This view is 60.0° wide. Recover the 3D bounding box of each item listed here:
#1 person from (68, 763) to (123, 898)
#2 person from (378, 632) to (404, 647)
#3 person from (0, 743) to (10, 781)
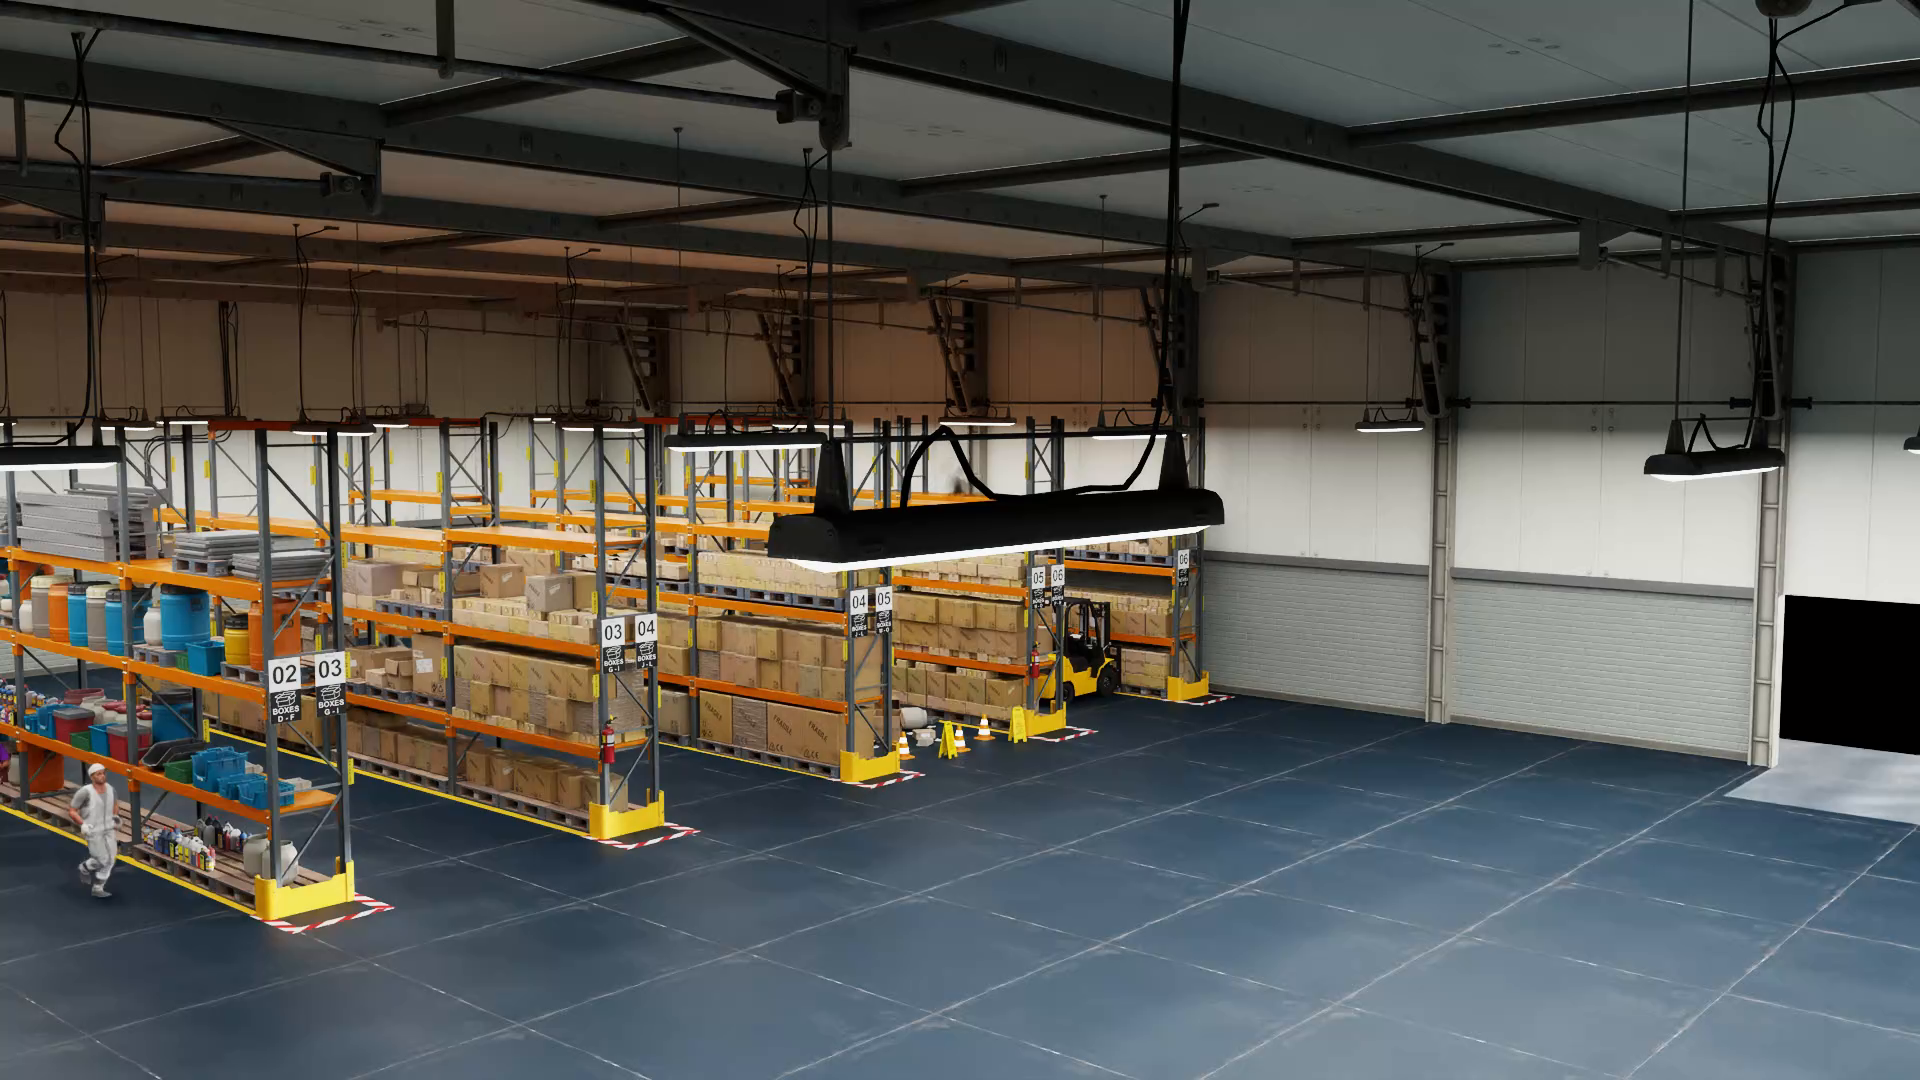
[{"bbox_3d":[-11.019,3.708,21.260,0.601,1.735,0.623,2,5,27],"label":"person"},{"bbox_3d":[-13.751,2.106,40.098,0.662,1.842,0.879,3,5,29],"label":"person"},{"bbox_3d":[-13.828,3.493,23.554,0.764,1.826,0.675,4,6,40],"label":"person"}]
